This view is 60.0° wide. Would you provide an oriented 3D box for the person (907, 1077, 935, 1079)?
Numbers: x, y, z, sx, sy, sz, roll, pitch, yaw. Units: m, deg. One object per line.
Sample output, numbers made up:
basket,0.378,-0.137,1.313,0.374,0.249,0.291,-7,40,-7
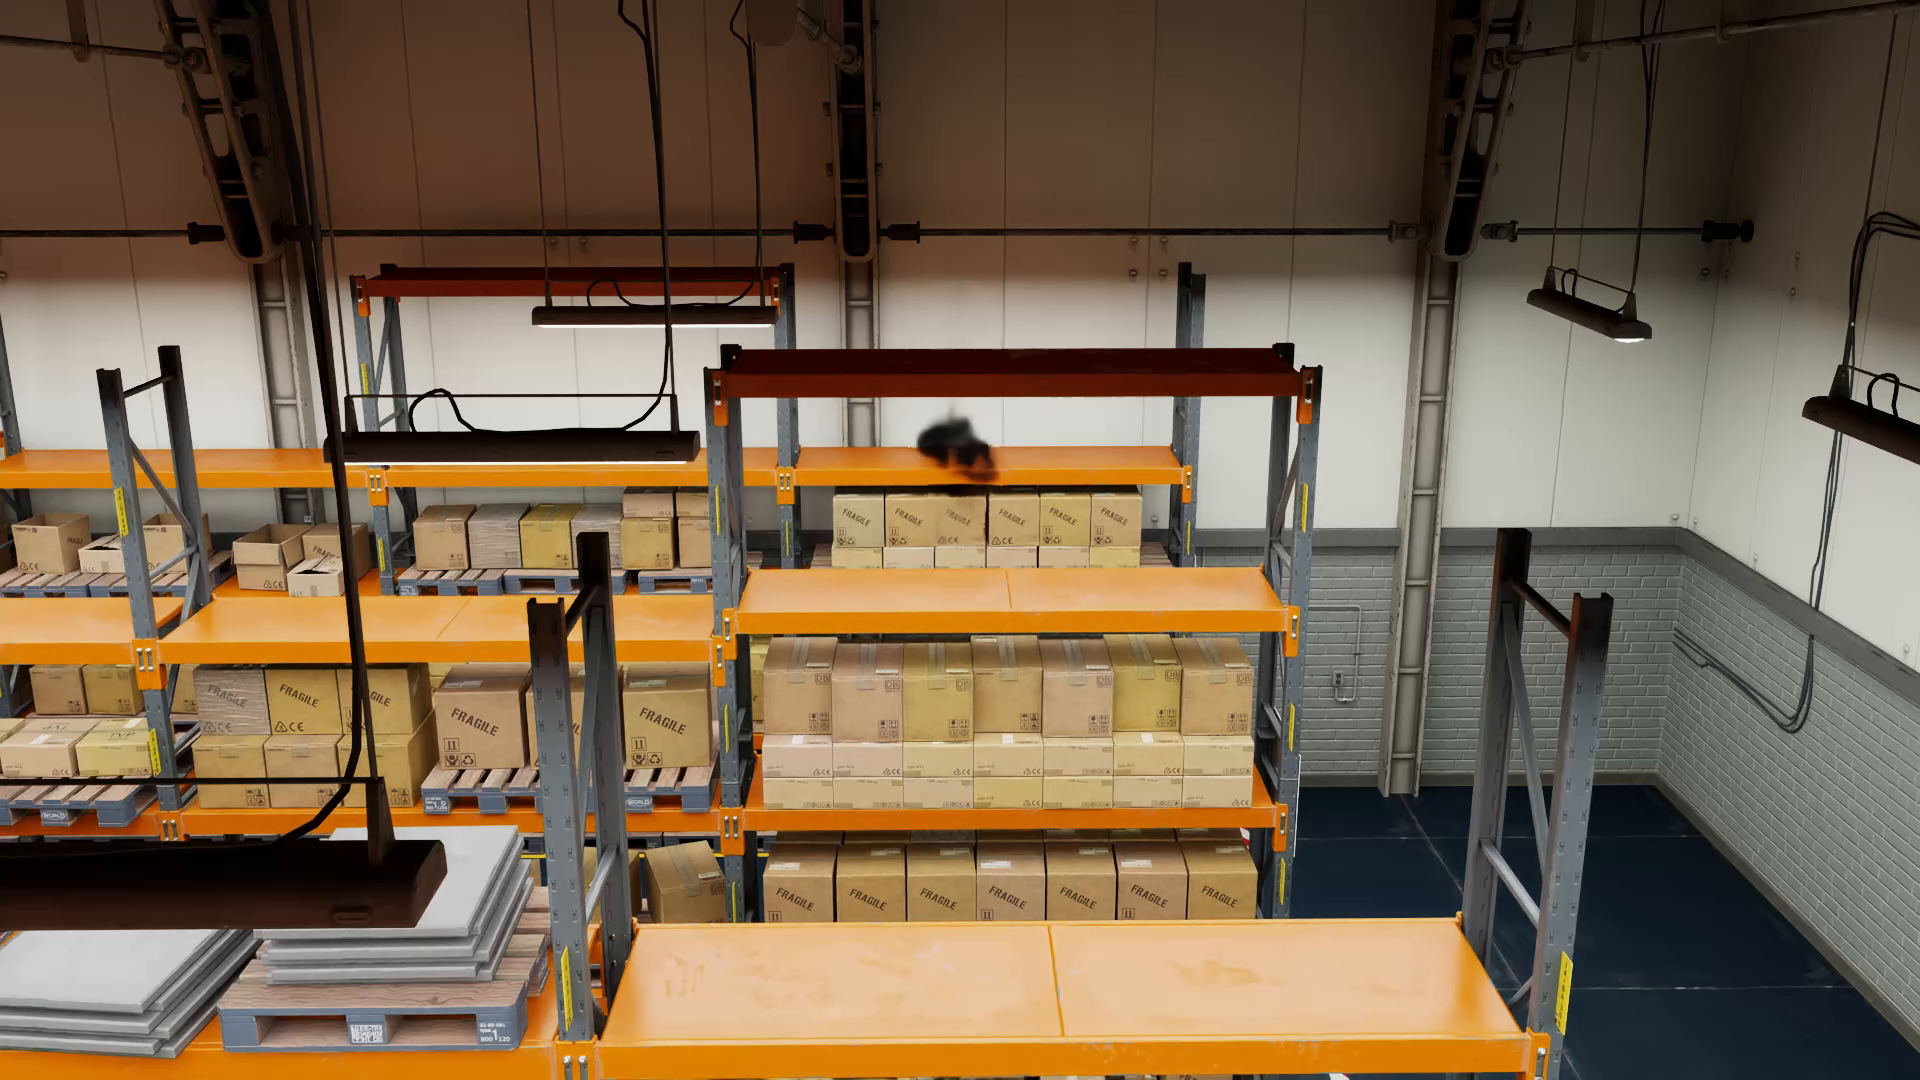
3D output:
person,-0.256,4.241,10.953,0.779,1.705,0.619,-5,17,-17
